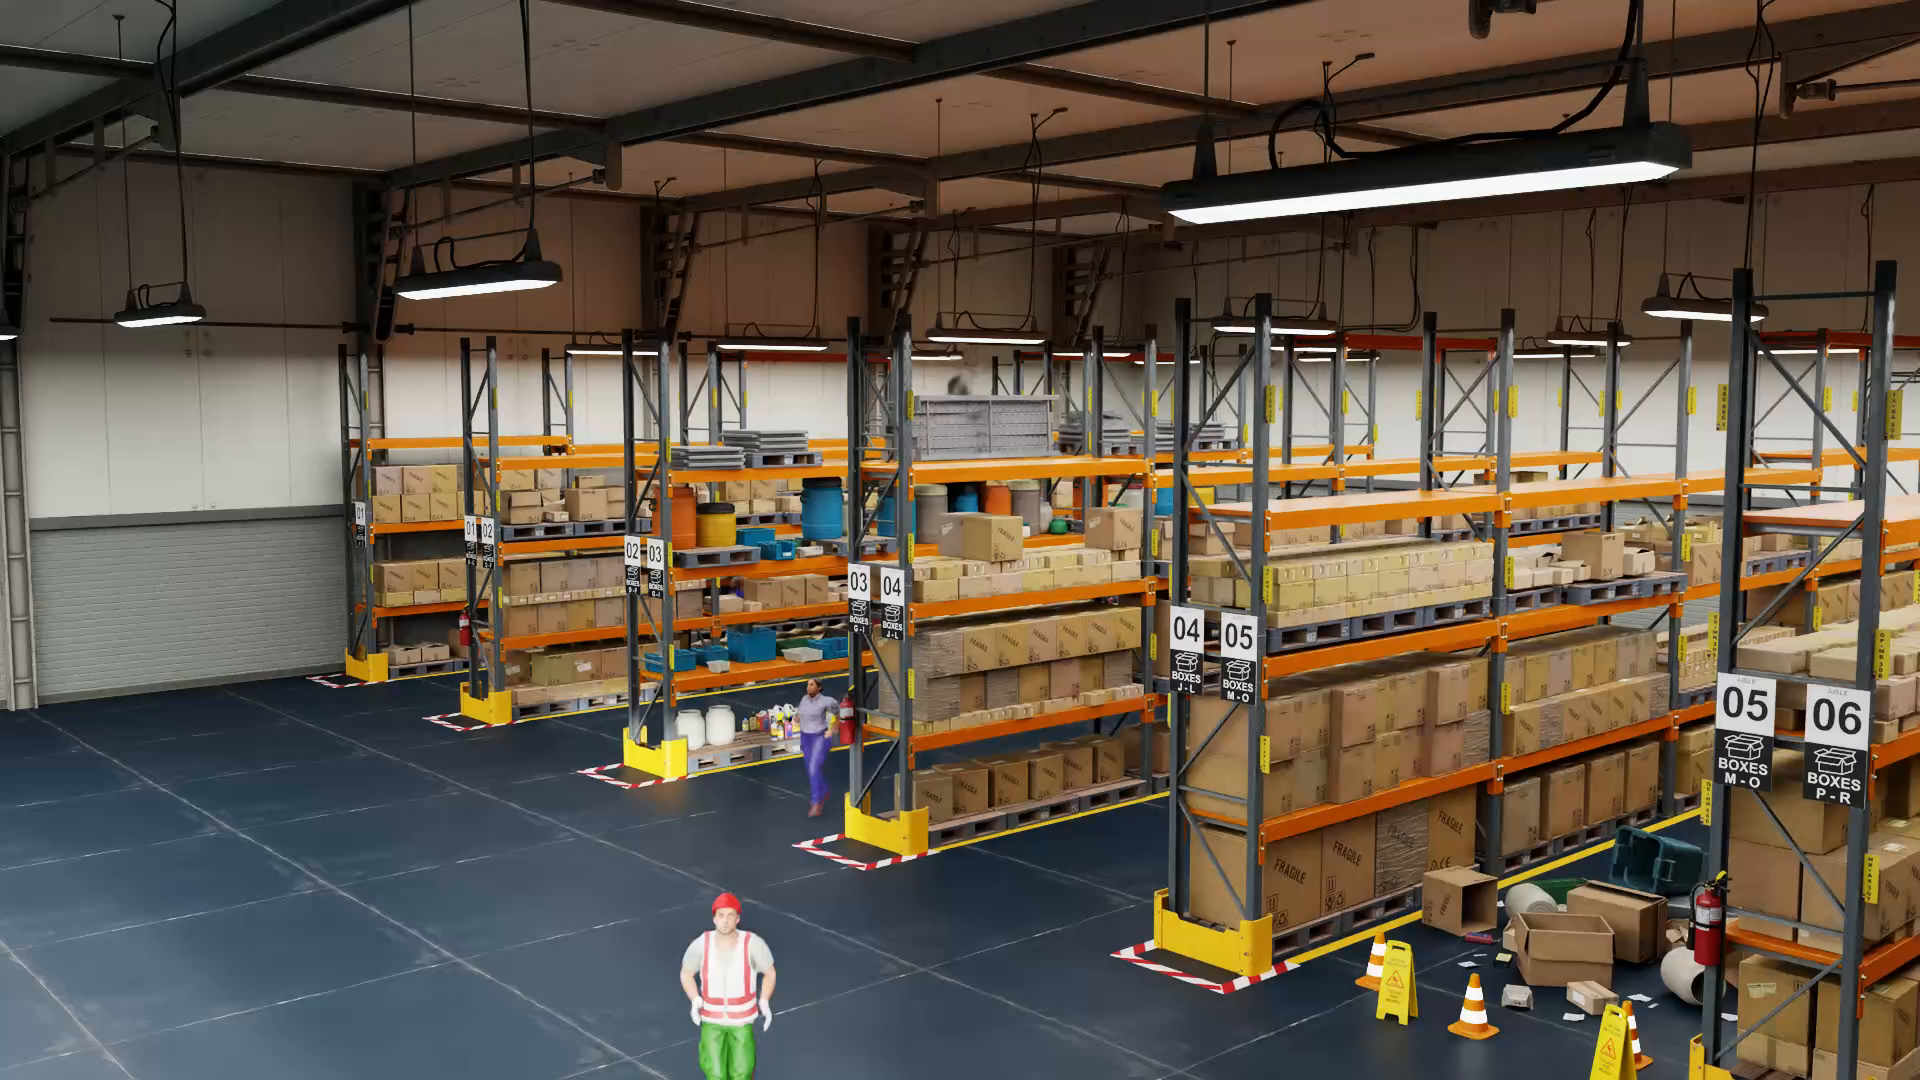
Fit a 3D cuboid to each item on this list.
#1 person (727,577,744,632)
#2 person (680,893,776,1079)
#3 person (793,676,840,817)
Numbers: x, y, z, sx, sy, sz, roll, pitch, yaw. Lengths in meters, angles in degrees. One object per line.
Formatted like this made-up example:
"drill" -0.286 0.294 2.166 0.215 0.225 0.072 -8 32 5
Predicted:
"person" -4.208 1.524 31.149 0.578 1.660 0.870 5 7 44
"person" -1.602 3.279 11.462 0.656 1.745 0.615 0 5 -3
"person" -1.772 2.539 20.466 0.604 1.713 0.662 4 7 39
